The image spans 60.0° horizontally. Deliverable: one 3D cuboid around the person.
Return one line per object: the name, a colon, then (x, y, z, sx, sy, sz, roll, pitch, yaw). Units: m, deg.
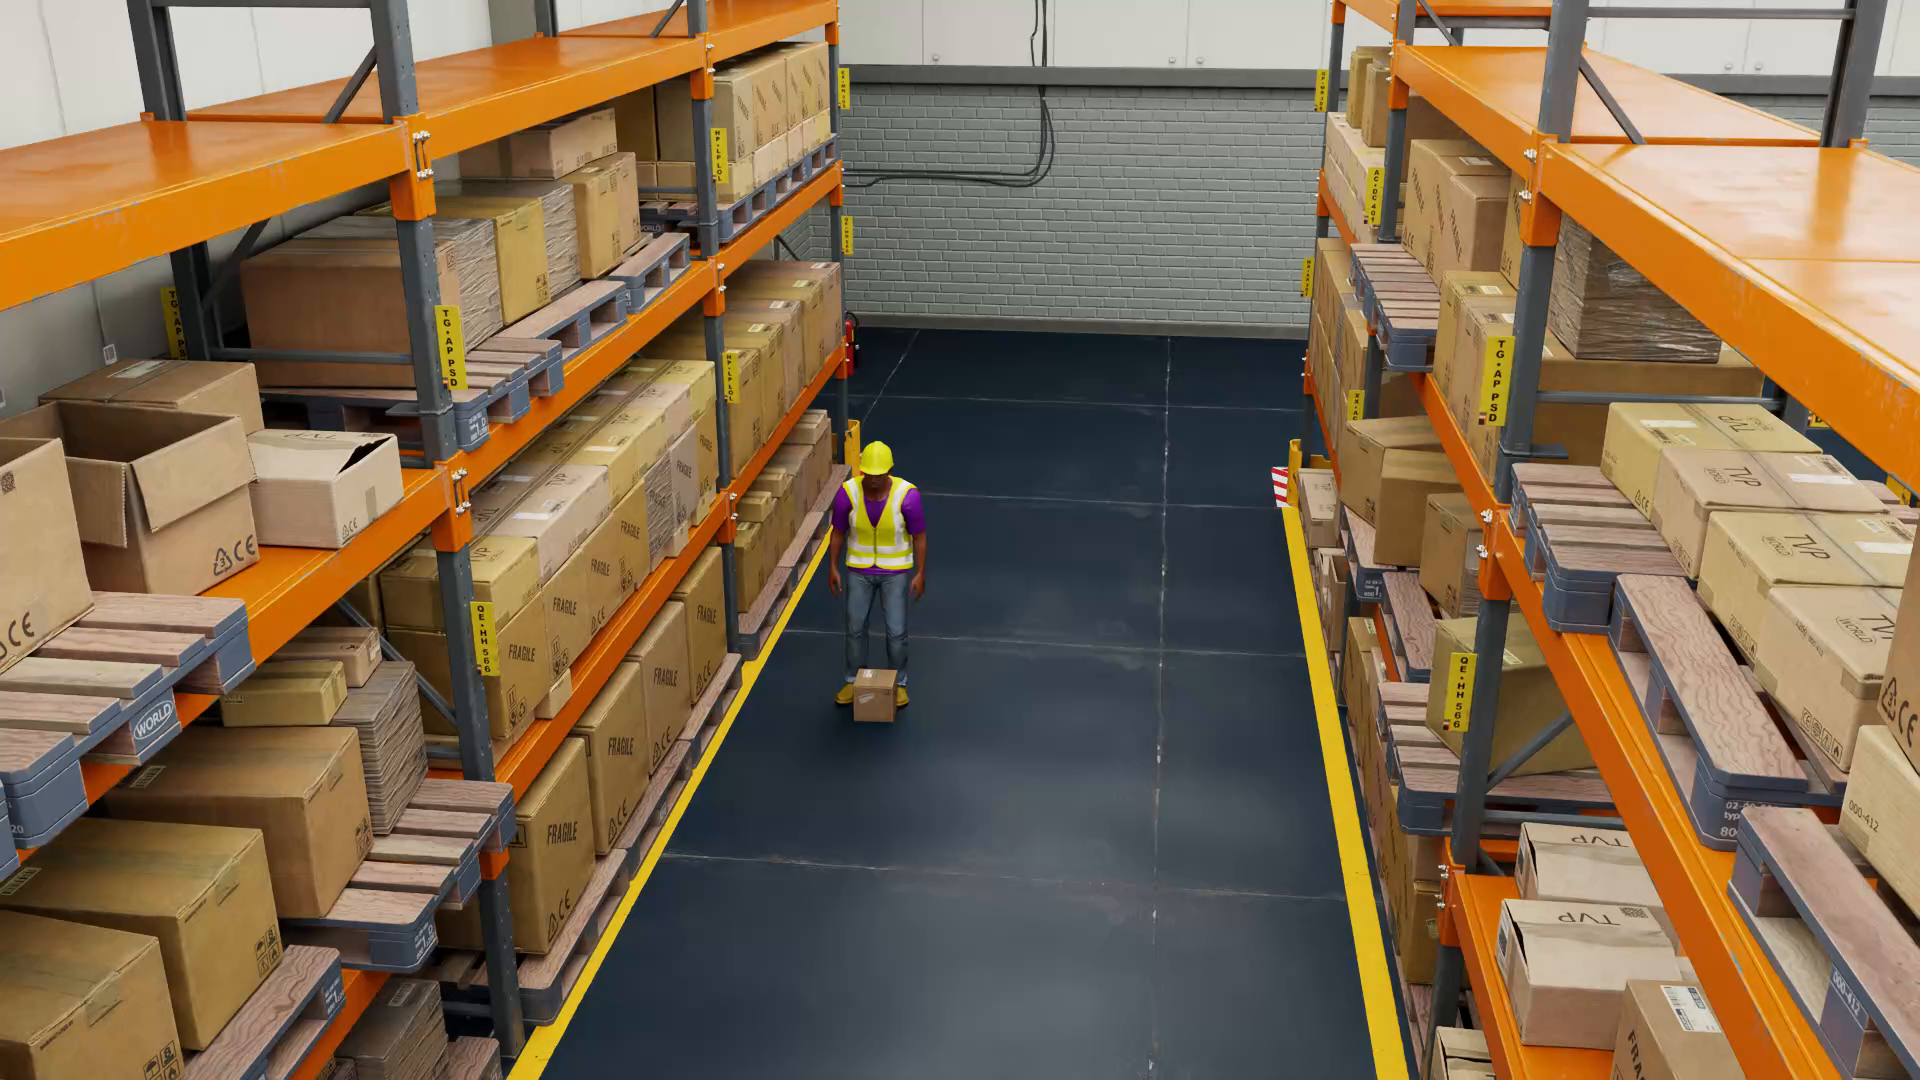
person: (-0.524, 0.204, 10.526, 0.628, 1.761, 0.456, 3, 21, 7)
